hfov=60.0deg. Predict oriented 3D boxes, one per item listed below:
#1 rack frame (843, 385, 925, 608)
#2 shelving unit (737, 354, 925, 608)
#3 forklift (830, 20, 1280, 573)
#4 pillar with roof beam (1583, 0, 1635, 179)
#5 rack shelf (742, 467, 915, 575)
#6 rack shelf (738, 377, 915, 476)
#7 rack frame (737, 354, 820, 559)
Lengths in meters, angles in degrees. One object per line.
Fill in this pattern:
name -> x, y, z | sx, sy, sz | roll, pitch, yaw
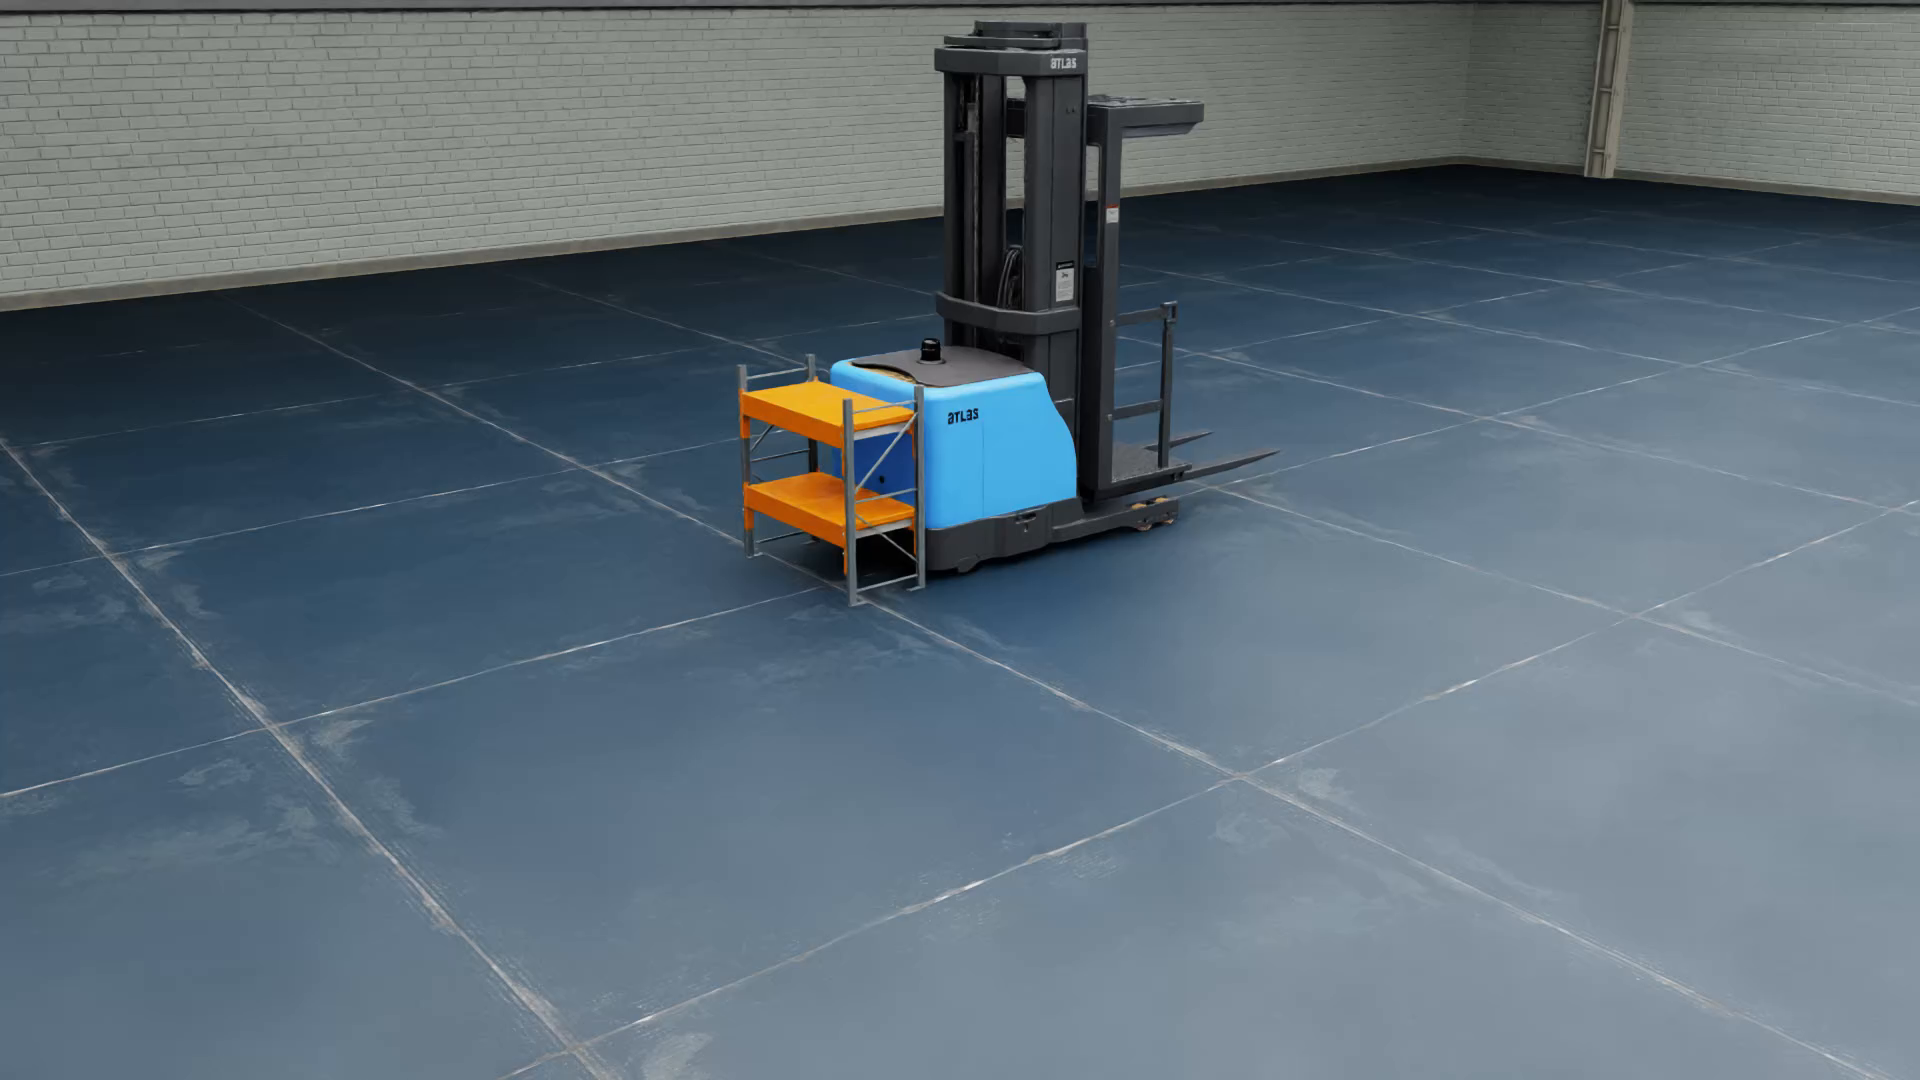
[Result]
rack frame -> -0.394, -0.229, 8.766 | 0.500, 1.125, 0.032 | -14, 23, -37
shelving unit -> -0.713, -0.354, 9.142 | 0.538, 1.125, 1.048 | -14, 23, -37
forklift -> 0.714, -1.562, 9.917 | 3.031, 2.935, 1.130 | -14, 23, -36
pillar with roof beam -> 7.721, -9.735, 24.946 | 9.100, 9.000, 0.400 | -14, 23, -36
rack shelf -> -0.713, -0.122, 9.218 | 0.538, 0.278, 1.000 | -14, 23, -37
rack shelf -> -0.713, -0.632, 9.050 | 0.538, 0.278, 1.000 | -14, 23, -37
rack frame -> -1.032, -0.478, 9.517 | 0.500, 1.125, 0.032 | -14, 23, -37
